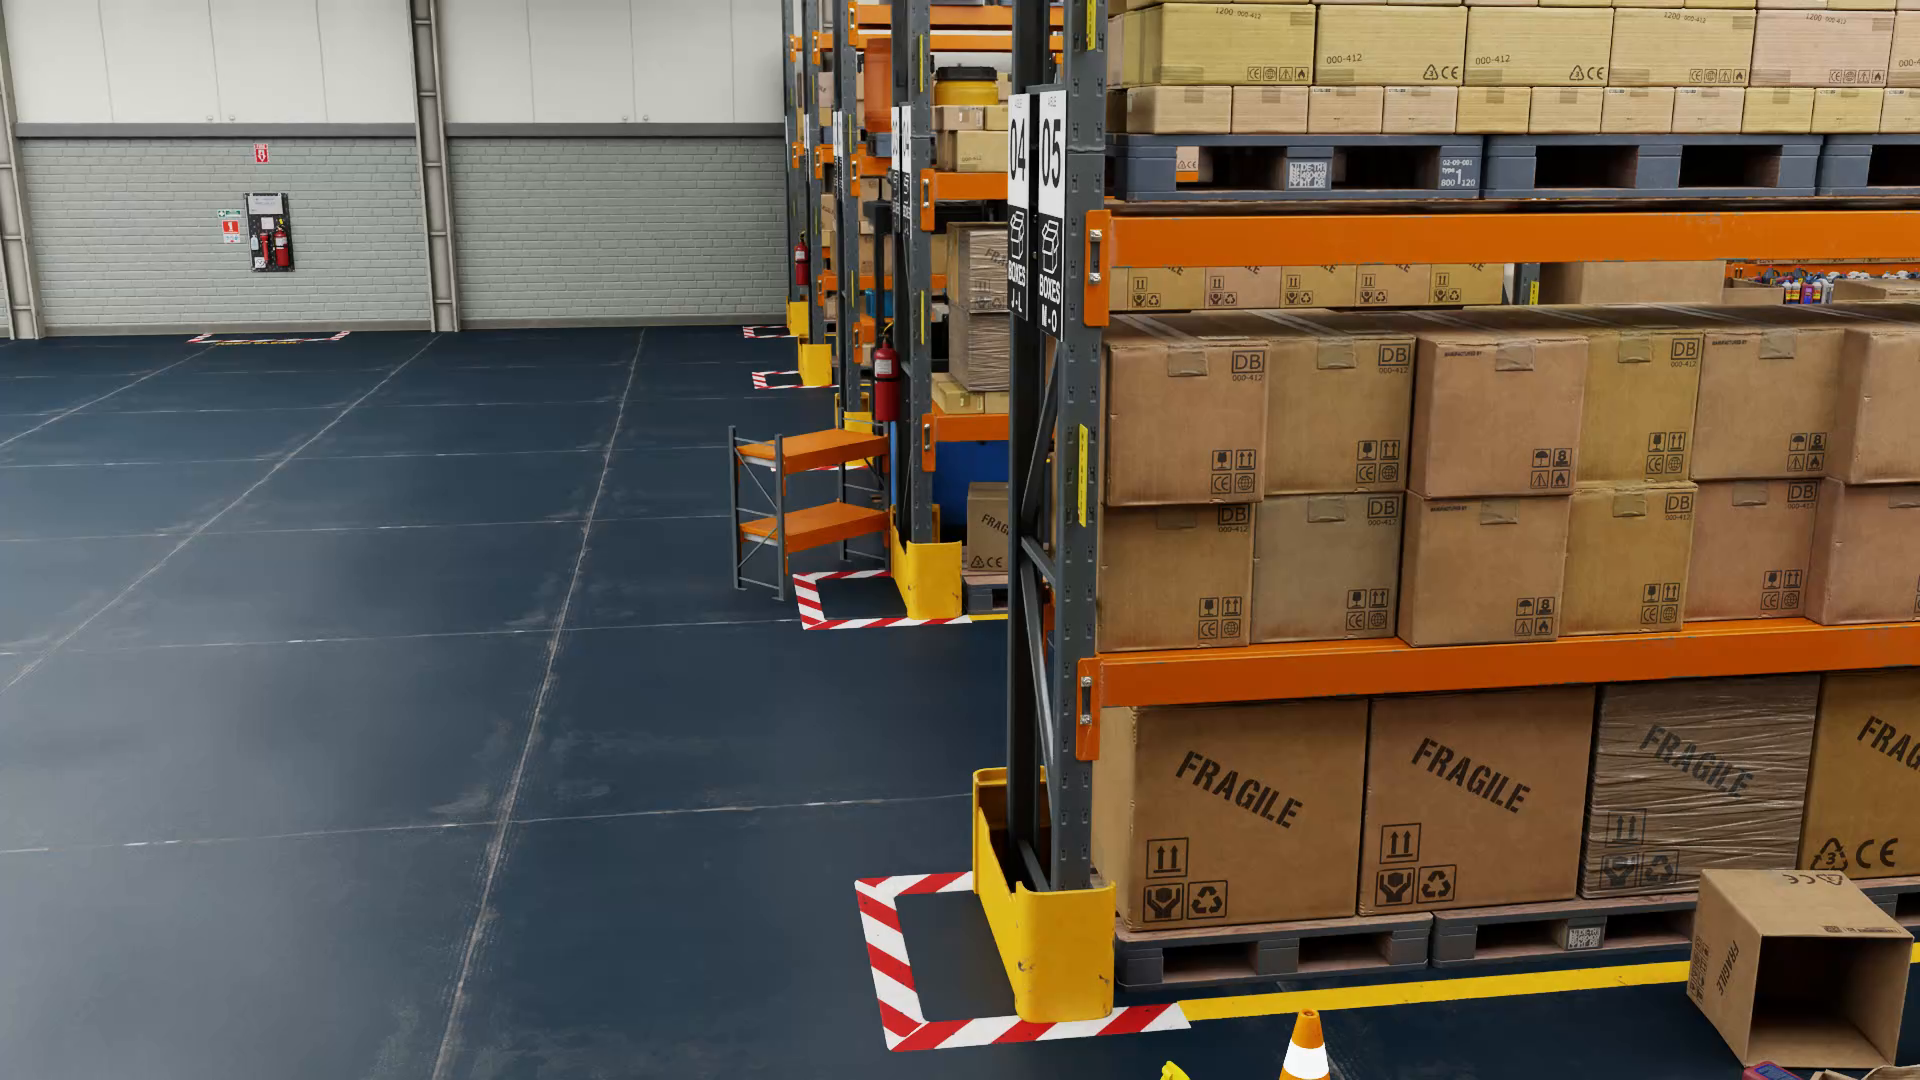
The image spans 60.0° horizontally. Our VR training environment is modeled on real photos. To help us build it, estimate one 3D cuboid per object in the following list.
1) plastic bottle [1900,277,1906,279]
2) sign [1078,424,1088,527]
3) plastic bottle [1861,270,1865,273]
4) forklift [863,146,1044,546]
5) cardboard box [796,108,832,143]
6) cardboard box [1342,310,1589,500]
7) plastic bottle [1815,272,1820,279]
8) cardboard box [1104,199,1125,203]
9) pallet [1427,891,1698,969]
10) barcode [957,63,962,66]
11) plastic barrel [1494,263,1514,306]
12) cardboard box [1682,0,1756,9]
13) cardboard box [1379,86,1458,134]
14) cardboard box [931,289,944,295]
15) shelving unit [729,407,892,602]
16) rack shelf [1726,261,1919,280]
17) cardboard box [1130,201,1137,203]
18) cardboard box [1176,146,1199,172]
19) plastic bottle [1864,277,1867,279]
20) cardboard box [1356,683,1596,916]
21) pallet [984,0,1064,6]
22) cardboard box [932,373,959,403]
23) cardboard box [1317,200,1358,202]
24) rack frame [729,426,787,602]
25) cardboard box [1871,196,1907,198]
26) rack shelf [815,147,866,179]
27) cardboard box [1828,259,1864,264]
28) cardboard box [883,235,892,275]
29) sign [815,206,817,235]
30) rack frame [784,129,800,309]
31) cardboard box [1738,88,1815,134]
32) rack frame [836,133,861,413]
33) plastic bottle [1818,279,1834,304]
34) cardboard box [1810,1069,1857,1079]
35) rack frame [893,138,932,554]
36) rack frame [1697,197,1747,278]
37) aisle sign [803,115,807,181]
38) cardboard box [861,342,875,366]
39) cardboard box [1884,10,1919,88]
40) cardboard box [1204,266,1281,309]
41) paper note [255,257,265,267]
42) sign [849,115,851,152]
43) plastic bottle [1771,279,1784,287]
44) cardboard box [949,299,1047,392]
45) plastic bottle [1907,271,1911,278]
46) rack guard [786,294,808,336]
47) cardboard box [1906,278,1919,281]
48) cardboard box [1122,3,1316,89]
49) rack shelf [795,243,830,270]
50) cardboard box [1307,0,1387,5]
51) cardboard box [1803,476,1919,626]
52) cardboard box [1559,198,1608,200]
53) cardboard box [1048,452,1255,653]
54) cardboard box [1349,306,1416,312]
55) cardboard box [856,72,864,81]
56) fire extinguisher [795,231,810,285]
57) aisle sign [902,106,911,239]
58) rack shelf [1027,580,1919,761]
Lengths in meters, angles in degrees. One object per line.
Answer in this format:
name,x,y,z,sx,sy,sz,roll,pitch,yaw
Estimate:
plastic bottle,9.614,-2.526,16.883,0.135,0.276,0.152,-2,14,-8
sign,0.403,-0.211,5.456,0.005,0.325,0.100,-2,14,-8
plastic bottle,9.511,-2.710,17.603,0.133,0.283,0.061,-2,14,-8
forklift,-0.158,-1.592,13.043,1.130,2.935,3.031,-2,14,-10
cardboard box,-2.159,-6.123,24.558,0.500,0.500,0.500,-2,14,-7
cardboard box,1.803,-0.517,6.089,0.550,0.550,0.875,-2,14,-8
plastic bottle,9.037,-2.683,17.517,0.097,0.271,0.097,0,14,0
cardboard box,1.732,-4.272,20.716,0.500,0.500,0.700,-2,14,-8
pallet,2.309,1.375,6.807,1.213,0.211,1.003,-2,14,-8
barcode,-0.010,-7.232,25.322,0.075,0.075,0.001,-2,14,-8
plastic barrel,5.458,-2.515,16.355,0.421,0.512,0.421,0,14,0
cardboard box,2.465,-1.859,5.609,0.250,0.149,0.380,-2,14,-8
cardboard box,1.463,-1.435,5.559,0.250,0.149,0.380,-2,14,-8
cardboard box,-0.533,-3.698,25.533,0.500,0.500,0.700,-3,14,-12
shelving unit,-1.016,-0.271,11.489,0.538,1.125,1.048,12,19,40
rack shelf,12.058,-3.625,22.489,4.000,0.370,1.077,-2,14,-8
cardboard box,2.490,-5.094,25.756,0.500,0.500,0.700,-1,14,-3
cardboard box,1.201,-2.458,10.499,0.500,0.250,0.500,-2,14,-9
plastic bottle,9.214,-2.540,16.947,0.097,0.271,0.097,0,14,0
cardboard box,1.856,0.867,6.602,0.875,0.875,0.875,-2,14,-9
pallet,0.884,-4.963,15.221,1.213,0.211,1.003,-2,14,-8
cardboard box,-0.062,-1.022,11.146,0.250,0.149,0.380,-2,14,-8
cardboard box,5.902,-5.106,26.059,0.500,0.500,0.500,-2,14,-7
rack frame,-1.353,-0.178,11.120,0.500,1.125,0.032,12,19,40
cardboard box,12.118,-4.441,22.001,0.500,0.500,0.500,-2,14,-7
rack shelf,0.192,-4.645,20.390,4.000,0.370,1.077,-2,14,-8
cardboard box,11.626,-3.940,22.059,0.500,0.500,0.500,-2,14,-9
cardboard box,-0.803,-3.549,20.501,0.500,0.500,0.700,-2,14,-7
sign,-1.709,-3.791,19.730,0.005,0.325,0.100,-2,14,-8
rack frame,-2.527,-4.658,25.129,0.127,3.000,1.000,-2,14,-8
cardboard box,2.709,-1.480,5.739,0.250,0.149,0.380,-2,14,-9
rack frame,-1.051,-2.275,15.626,0.127,3.000,1.000,-2,14,-8
plastic bottle,8.707,-2.493,16.750,0.135,0.276,0.152,-2,14,-8
cardboard box,2.523,1.838,4.357,0.797,0.503,0.637,12,18,40
rack frame,-0.313,-1.084,10.876,0.127,3.000,1.000,-2,14,-8
rack frame,10.081,-3.901,22.112,0.127,3.000,1.000,-2,14,-8
aisle sign,-1.894,-4.796,20.334,0.004,0.787,0.394,-2,14,-8
cardboard box,-1.222,-2.302,20.525,0.500,0.250,0.500,-2,14,-8
cardboard box,3.333,-1.713,5.846,0.500,0.250,0.500,-2,14,-9
cardboard box,1.754,-1.770,10.741,0.500,0.500,0.500,-2,14,-8
paper note,-10.531,-4.176,25.020,0.142,0.148,0.016,-2,14,-8
sign,-0.973,-3.602,14.732,0.005,0.325,0.100,-2,14,-8
plastic bottle,8.161,-2.465,16.625,0.133,0.283,0.061,-2,14,-8
cardboard box,0.235,-1.290,10.881,0.500,0.500,0.875,-2,14,-8
plastic bottle,10.049,-2.720,17.665,0.097,0.271,0.097,0,14,0
rack guard,-2.452,-3.448,25.444,0.348,0.500,1.175,-2,14,-8
cardboard box,7.070,-1.596,11.852,0.500,0.500,0.500,-4,15,-15
cardboard box,0.841,-1.621,5.481,0.500,0.250,0.500,-2,14,-8
rack shelf,-0.549,-4.381,25.505,4.000,0.370,1.077,-2,14,-8
cardboard box,1.204,-1.813,5.425,0.250,0.149,0.380,-2,14,-9
cardboard box,3.378,-0.063,6.498,0.550,0.550,0.875,-2,14,-8
cardboard box,9.878,-5.254,26.889,0.700,0.700,0.980,-2,14,-7
cardboard box,0.686,0.016,6.183,0.550,0.550,0.875,-2,14,-8
cardboard box,2.688,-1.410,11.361,0.500,0.500,0.875,-2,14,-8
cardboard box,-1.606,-6.618,24.474,0.500,0.500,0.500,-2,14,-9
fire extinguisher,-1.971,-3.536,20.816,0.183,0.674,0.296,-2,14,-8
aisle sign,-0.330,-2.270,10.263,0.004,0.787,0.394,-2,14,-8
rack shelf,2.303,0.390,6.481,4.000,0.370,1.077,-2,14,-8
